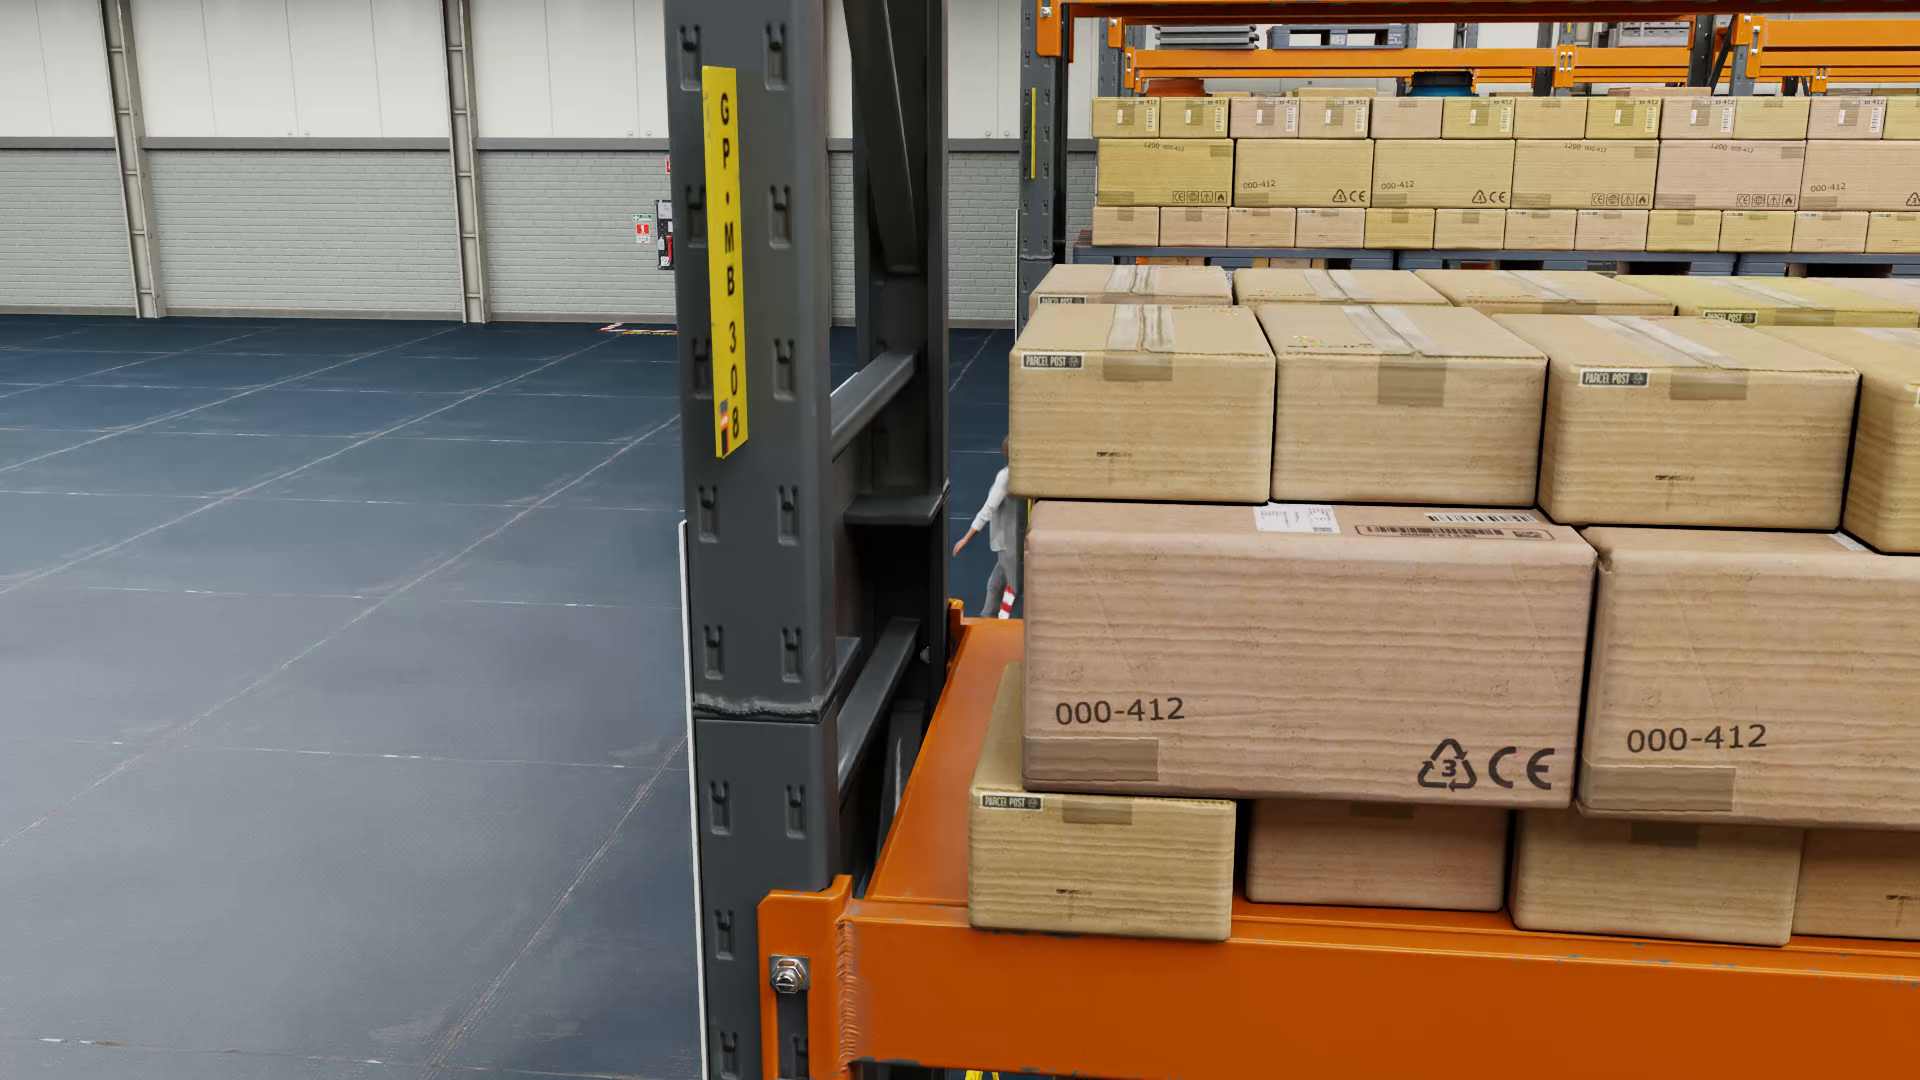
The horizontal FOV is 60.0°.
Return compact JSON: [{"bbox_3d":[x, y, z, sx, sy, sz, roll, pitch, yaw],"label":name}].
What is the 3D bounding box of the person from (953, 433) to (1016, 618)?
[{"bbox_3d":[0.298,0.041,10.848,0.925,1.536,0.524,9,17,32],"label":"person"}]
